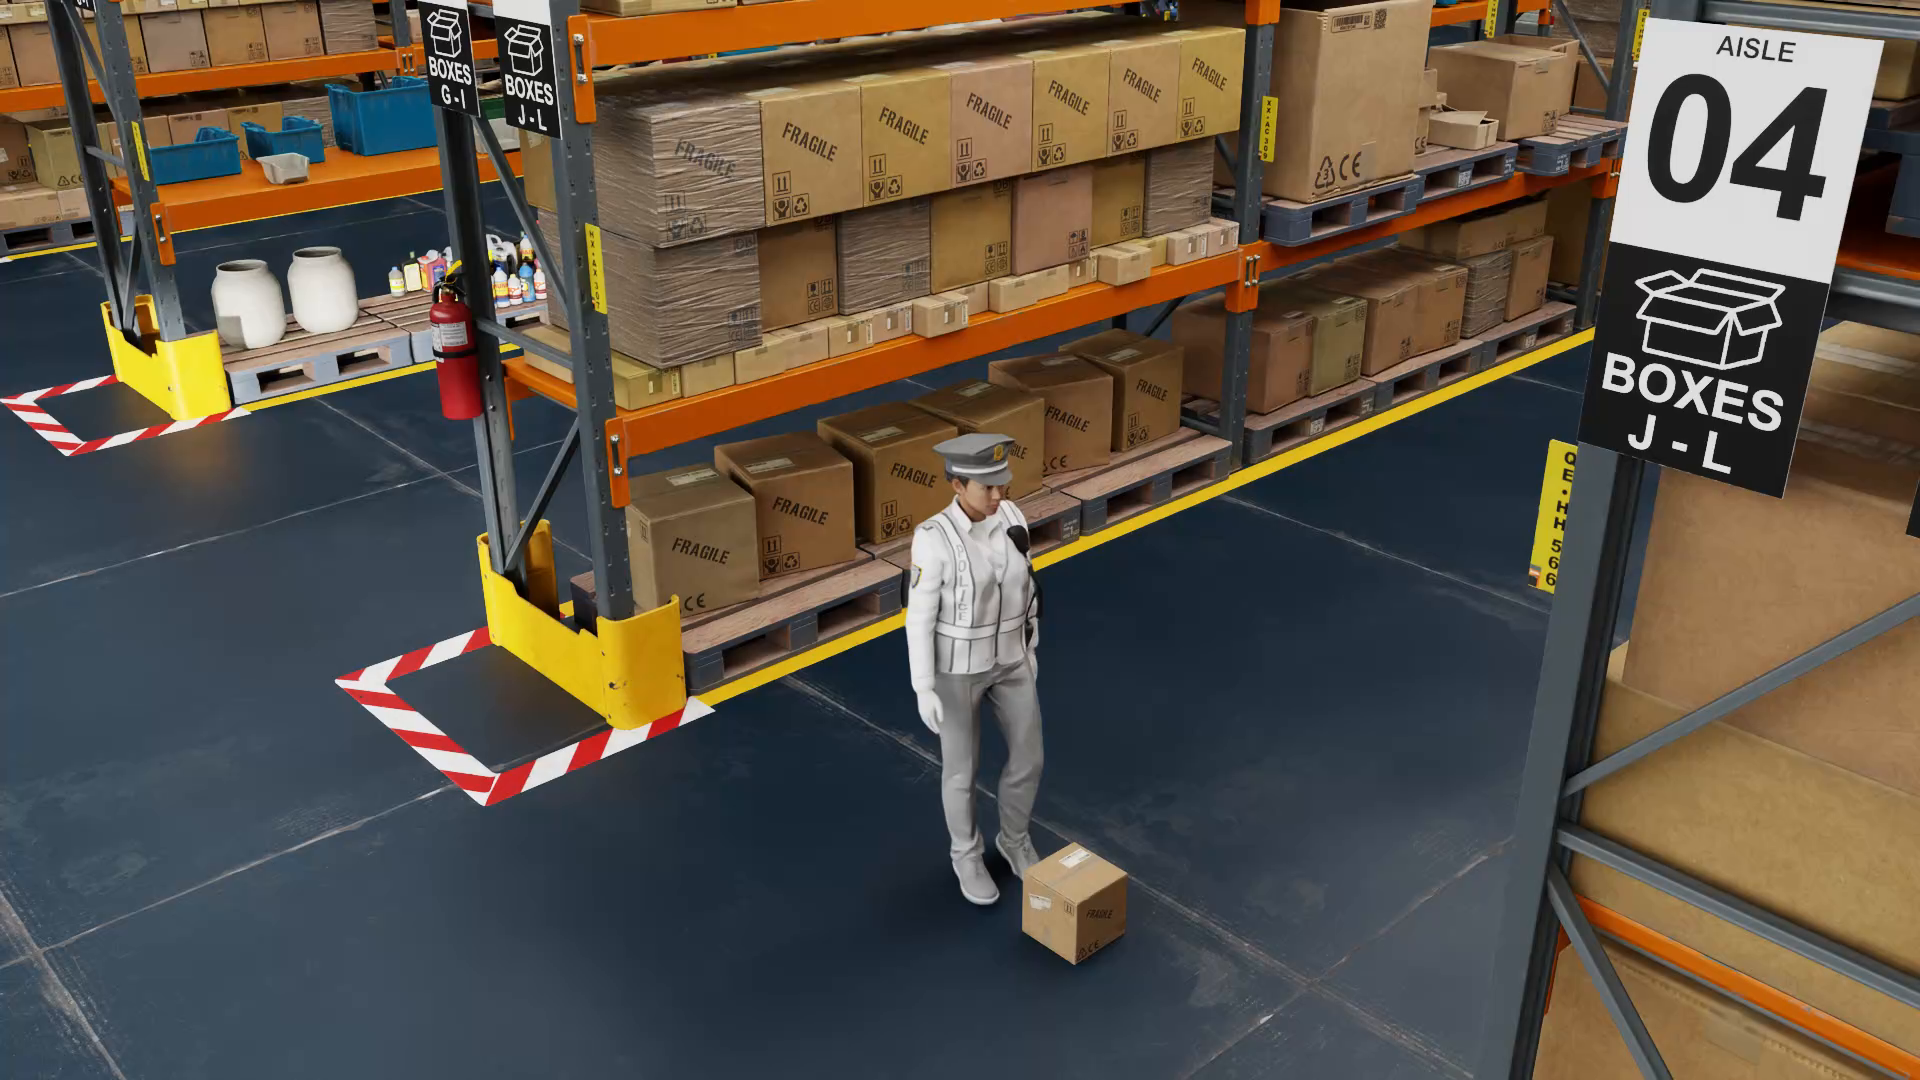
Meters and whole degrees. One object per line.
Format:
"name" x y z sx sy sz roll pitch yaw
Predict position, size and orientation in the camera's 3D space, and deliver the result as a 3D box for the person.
"person" 0.064 0.463 5.627 0.540 1.732 0.367 -14 28 -29
